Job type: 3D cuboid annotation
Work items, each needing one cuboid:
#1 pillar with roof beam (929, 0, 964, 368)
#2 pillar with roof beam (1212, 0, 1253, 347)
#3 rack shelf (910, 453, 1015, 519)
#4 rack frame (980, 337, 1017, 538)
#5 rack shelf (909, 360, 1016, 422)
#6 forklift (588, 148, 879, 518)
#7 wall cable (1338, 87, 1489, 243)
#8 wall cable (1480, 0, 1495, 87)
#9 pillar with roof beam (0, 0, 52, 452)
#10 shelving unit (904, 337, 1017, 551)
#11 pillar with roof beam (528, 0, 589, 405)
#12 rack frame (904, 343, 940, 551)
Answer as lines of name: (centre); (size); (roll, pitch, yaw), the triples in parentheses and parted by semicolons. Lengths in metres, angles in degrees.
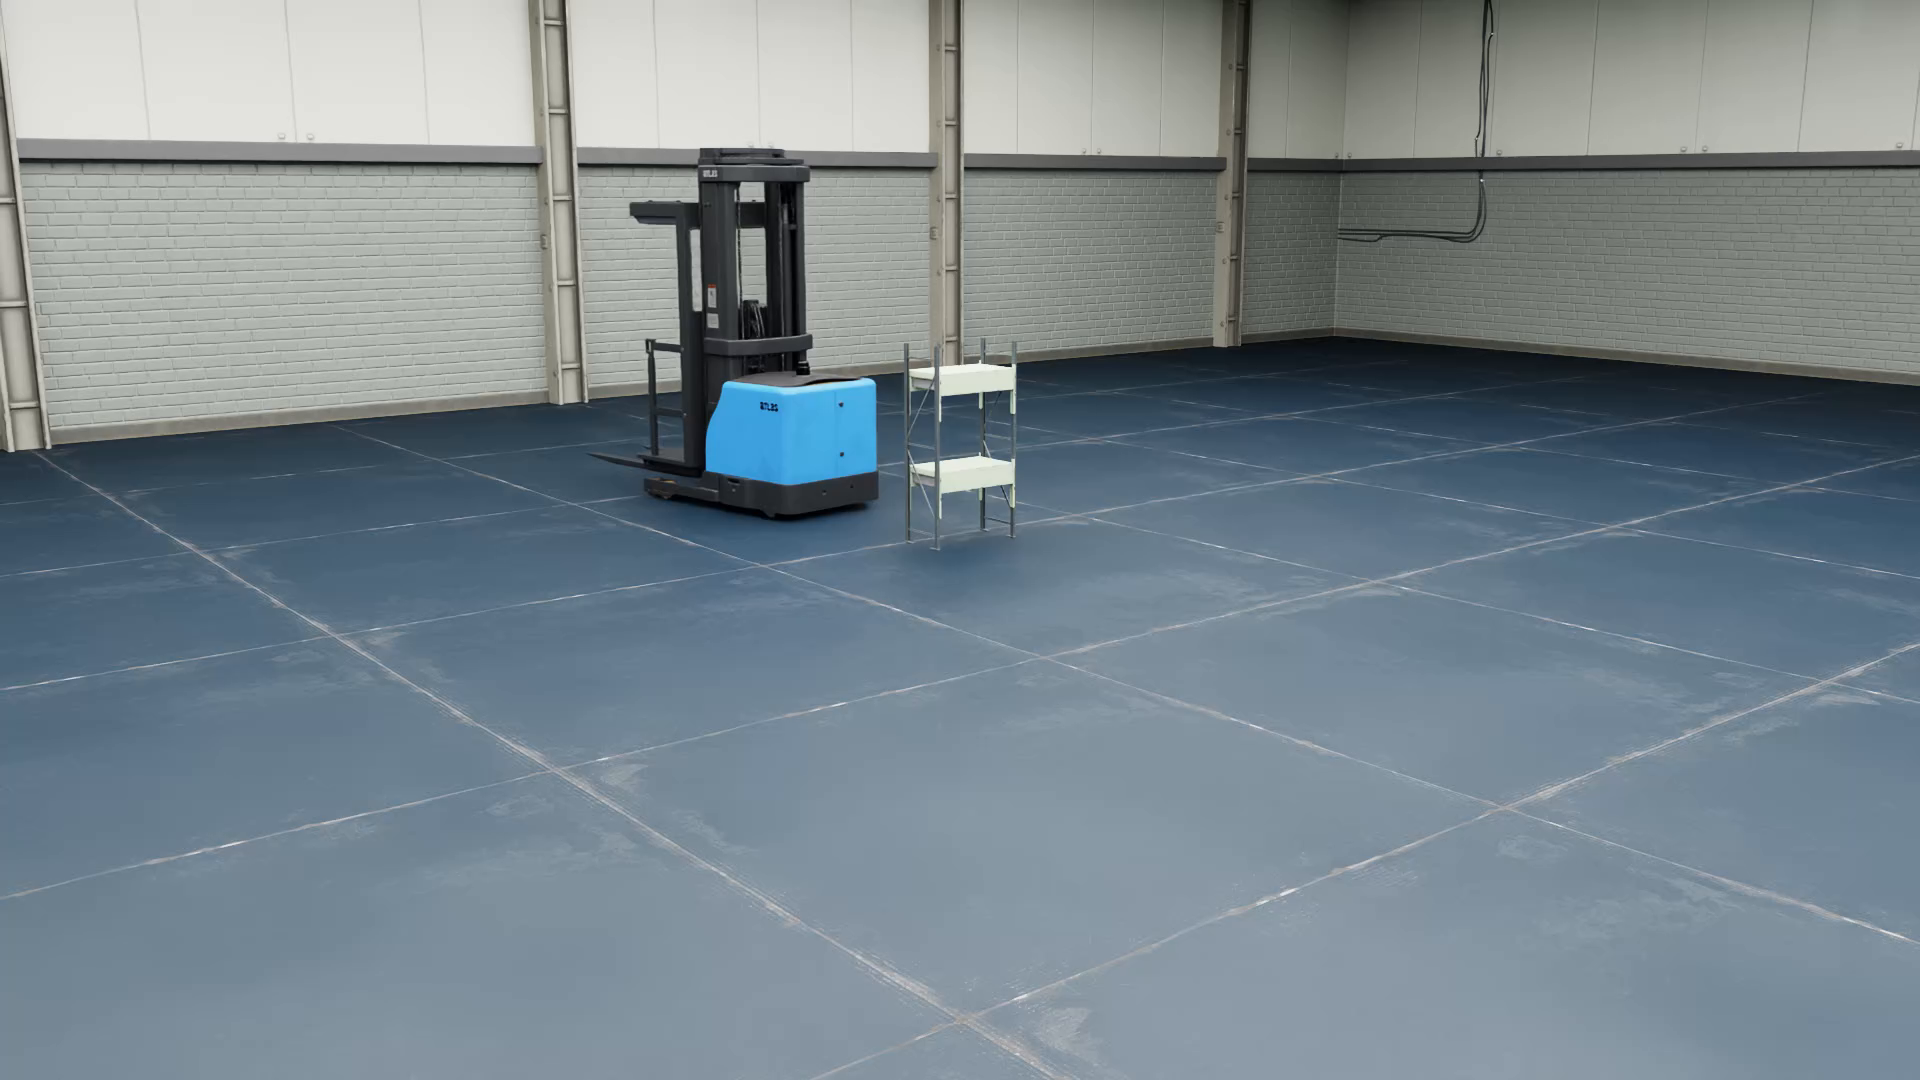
pillar with roof beam: (2.498, -6.199, 20.158); (0.400, 9.000, 9.100); (-9, 15, -38)
pillar with roof beam: (7.183, -6.978, 23.824); (0.400, 9.000, 9.100); (-9, 15, -38)
rack shelf: (0.005, -0.416, 12.545); (0.720, 0.370, 0.431); (-9, 15, -38)
rack frame: (0.291, -0.782, 12.701); (0.023, 1.500, 0.400); (-9, 15, -38)
rack shelf: (0.005, -1.116, 12.396); (0.720, 0.370, 0.431); (-9, 15, -38)
forklift: (-2.098, -1.849, 14.279); (3.031, 2.935, 1.130); (11, 16, 42)
wall cable: (7.621, -6.325, 28.225); (0.112, 2.526, 3.097); (-9, 15, -38)
wall cable: (9.311, -8.356, 25.634); (0.112, 2.526, 3.097); (-9, 15, -38)
pillar with roof beam: (-6.872, -4.642, 12.825); (0.400, 9.000, 9.100); (-9, 15, -38)
shelving unit: (0.005, -0.735, 12.477); (0.755, 1.500, 0.431); (-9, 15, -38)
pillar with roof beam: (-2.187, -5.420, 16.491); (0.400, 9.000, 9.100); (-9, 15, -38)
rack frame: (-0.281, -0.687, 12.253); (0.023, 1.500, 0.400); (-9, 15, -38)
